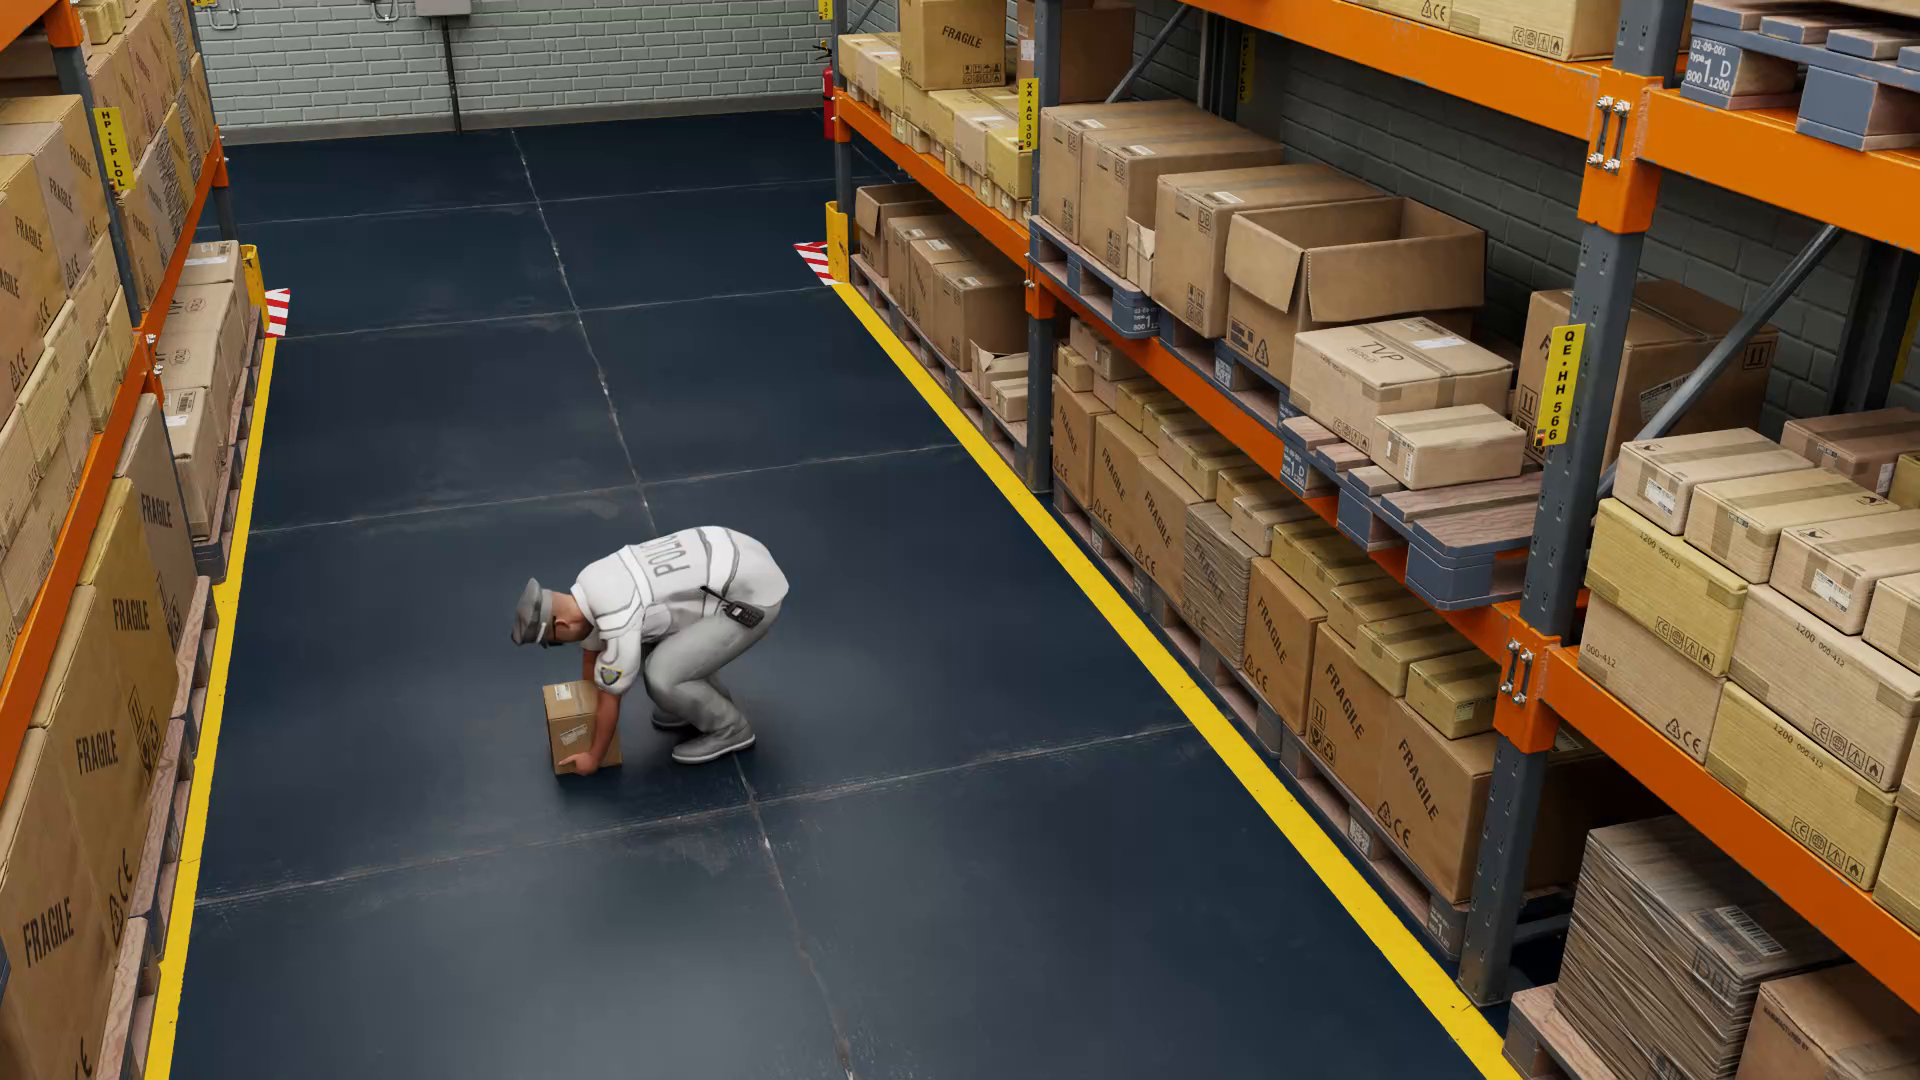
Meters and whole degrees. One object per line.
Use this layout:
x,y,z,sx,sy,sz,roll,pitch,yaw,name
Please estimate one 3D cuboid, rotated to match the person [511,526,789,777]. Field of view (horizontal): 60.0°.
-1.159,0.419,6.305,1.031,0.865,0.530,-9,28,-18,person
